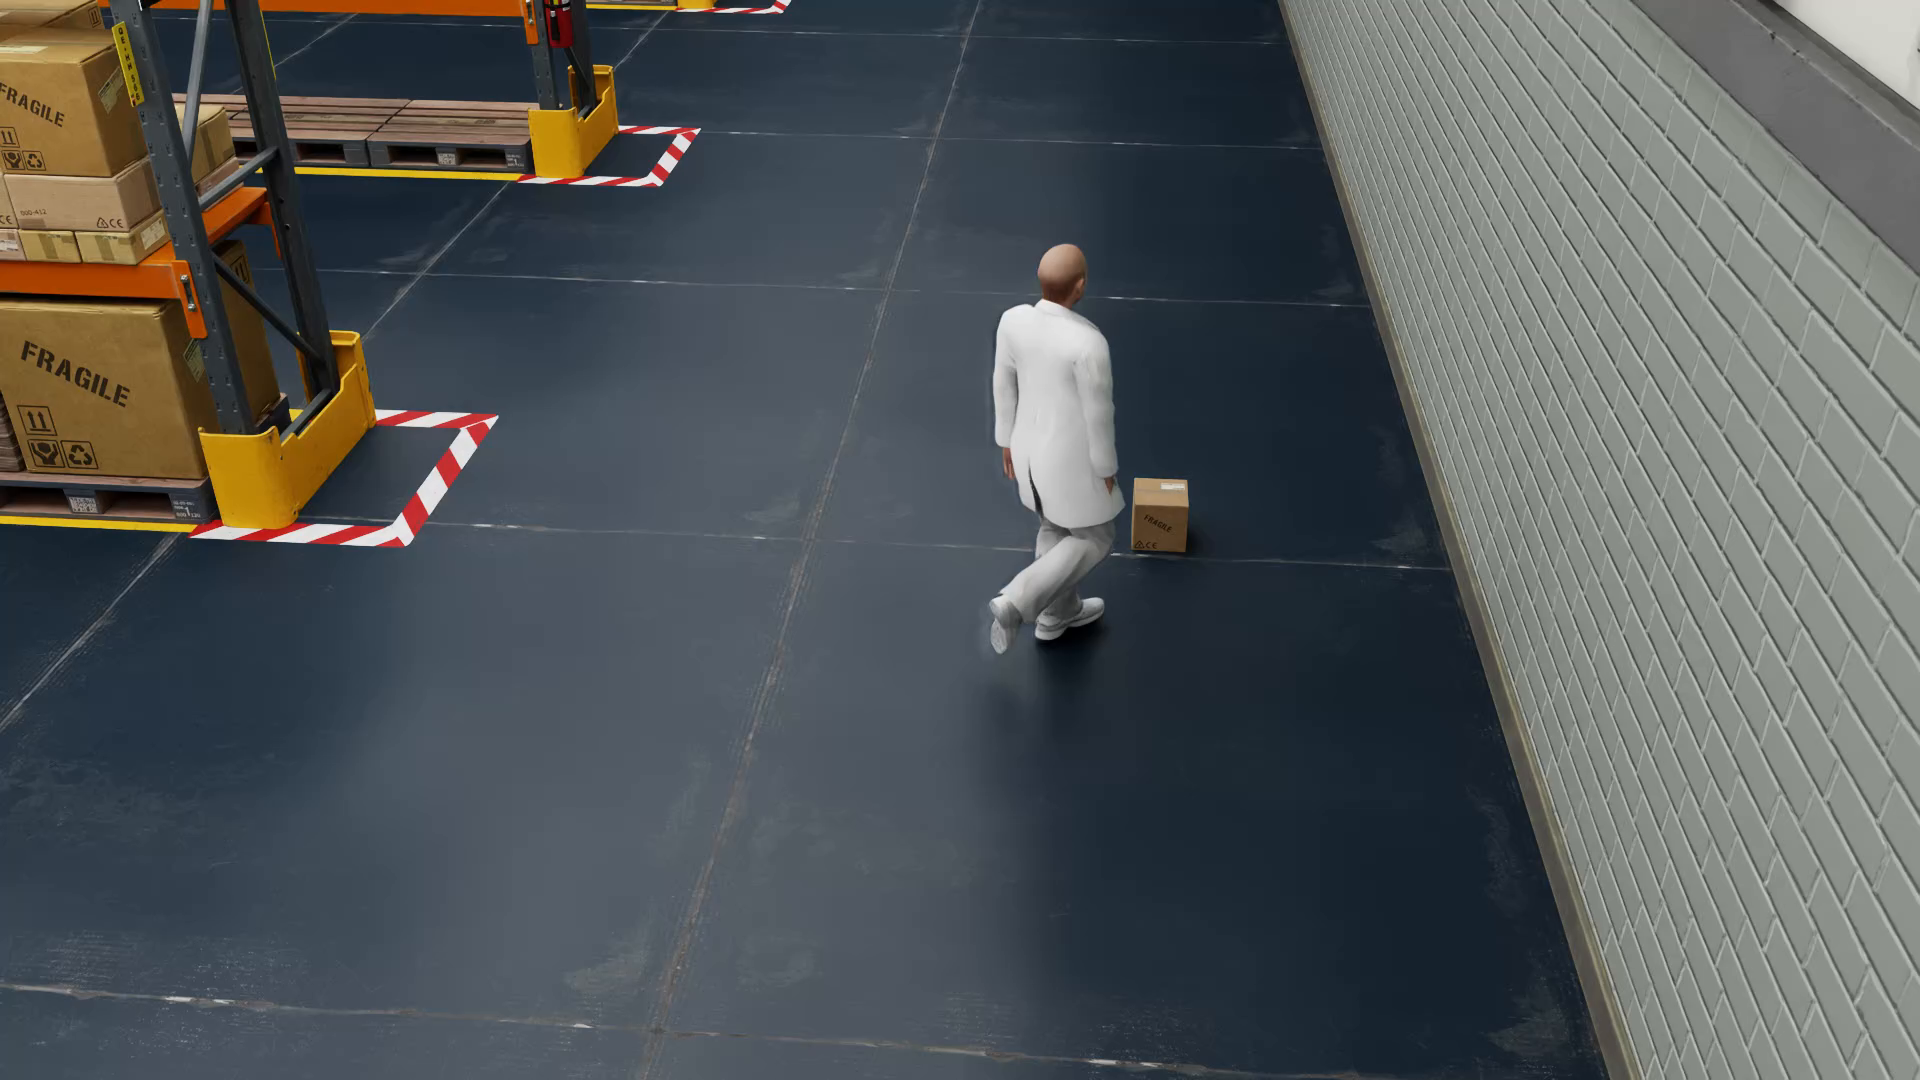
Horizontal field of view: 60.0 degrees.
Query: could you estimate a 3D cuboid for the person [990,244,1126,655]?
[{"bbox_3d":[0.353,-0.327,6.639,0.714,1.766,0.568,-23,38,-32],"label":"person"}]
